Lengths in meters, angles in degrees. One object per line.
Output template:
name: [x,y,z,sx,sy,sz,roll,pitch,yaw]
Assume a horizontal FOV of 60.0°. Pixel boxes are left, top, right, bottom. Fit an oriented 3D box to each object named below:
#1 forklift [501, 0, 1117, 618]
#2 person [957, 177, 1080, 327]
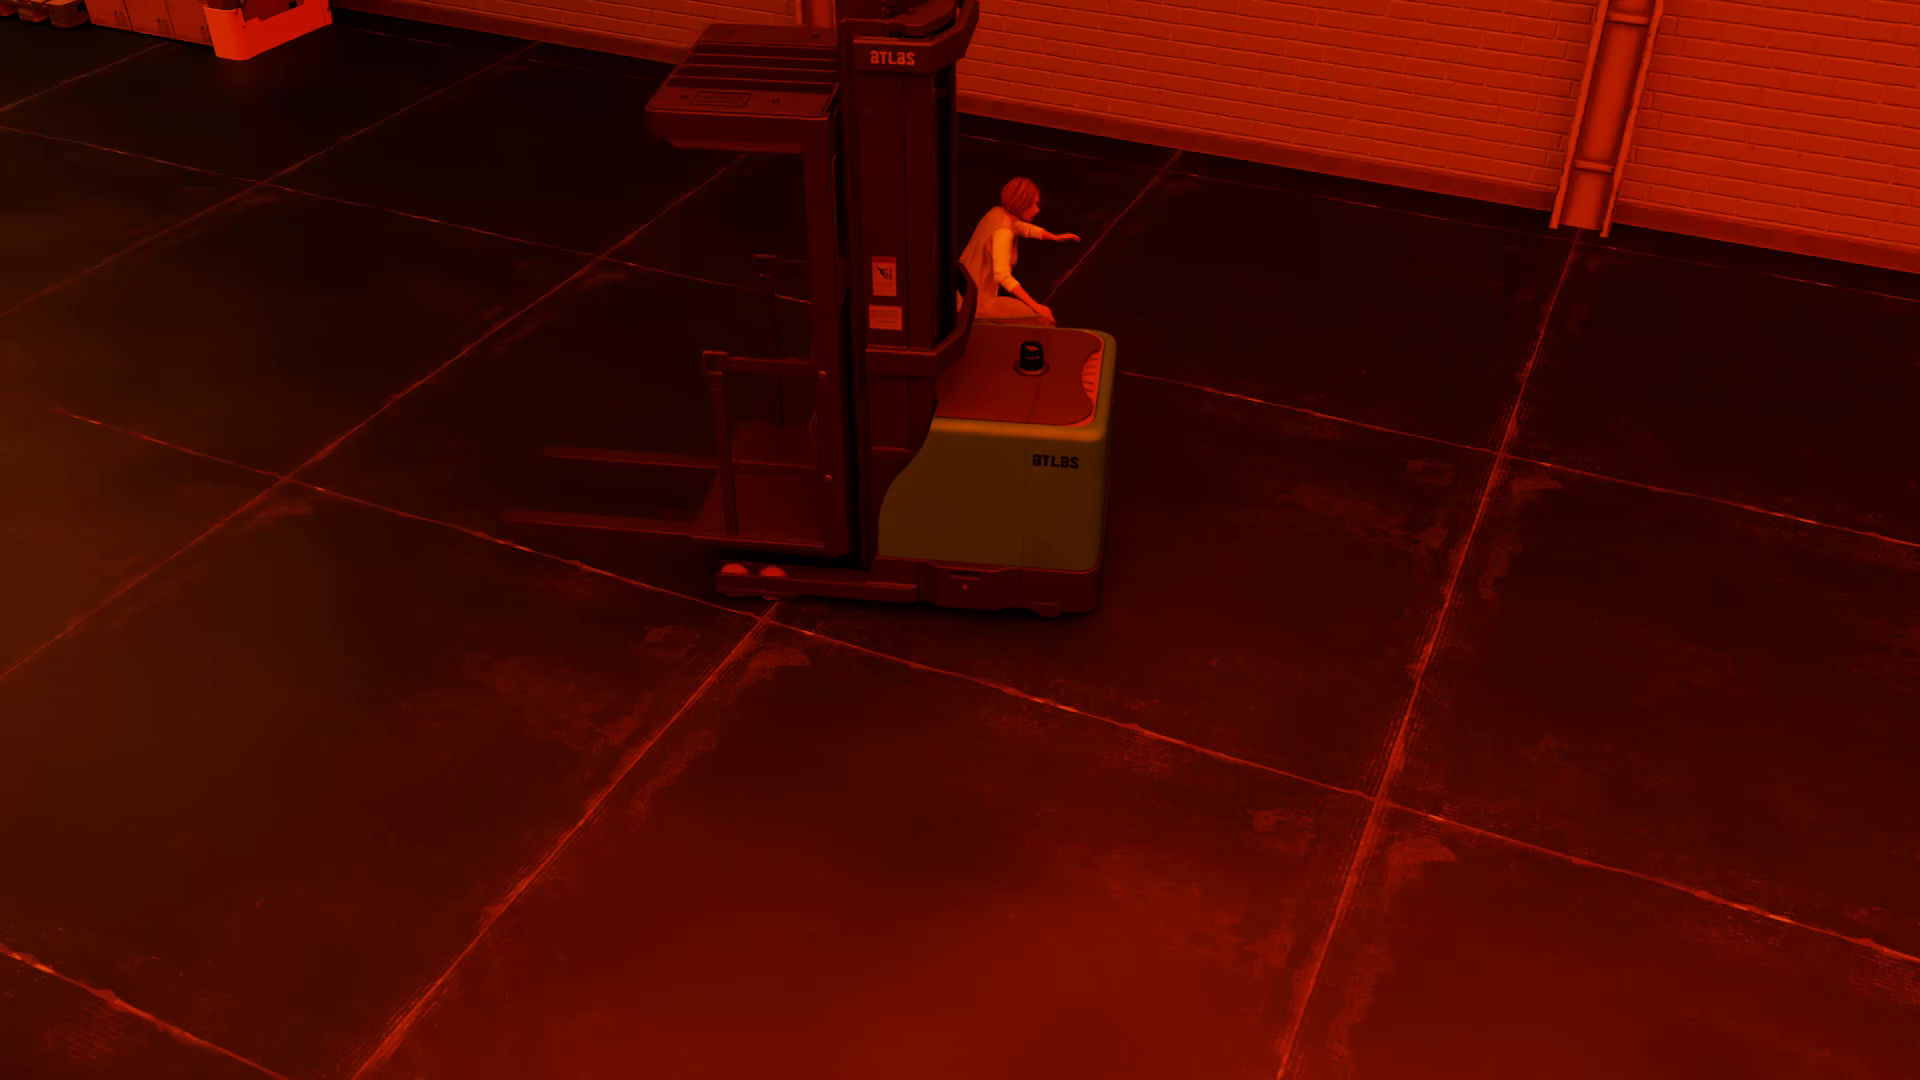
forklift: [-0.770,-1.195,7.761,3.031,2.935,1.130,4,36,6]
person: [0.336,-1.311,9.283,0.807,1.369,0.837,-12,37,-17]
